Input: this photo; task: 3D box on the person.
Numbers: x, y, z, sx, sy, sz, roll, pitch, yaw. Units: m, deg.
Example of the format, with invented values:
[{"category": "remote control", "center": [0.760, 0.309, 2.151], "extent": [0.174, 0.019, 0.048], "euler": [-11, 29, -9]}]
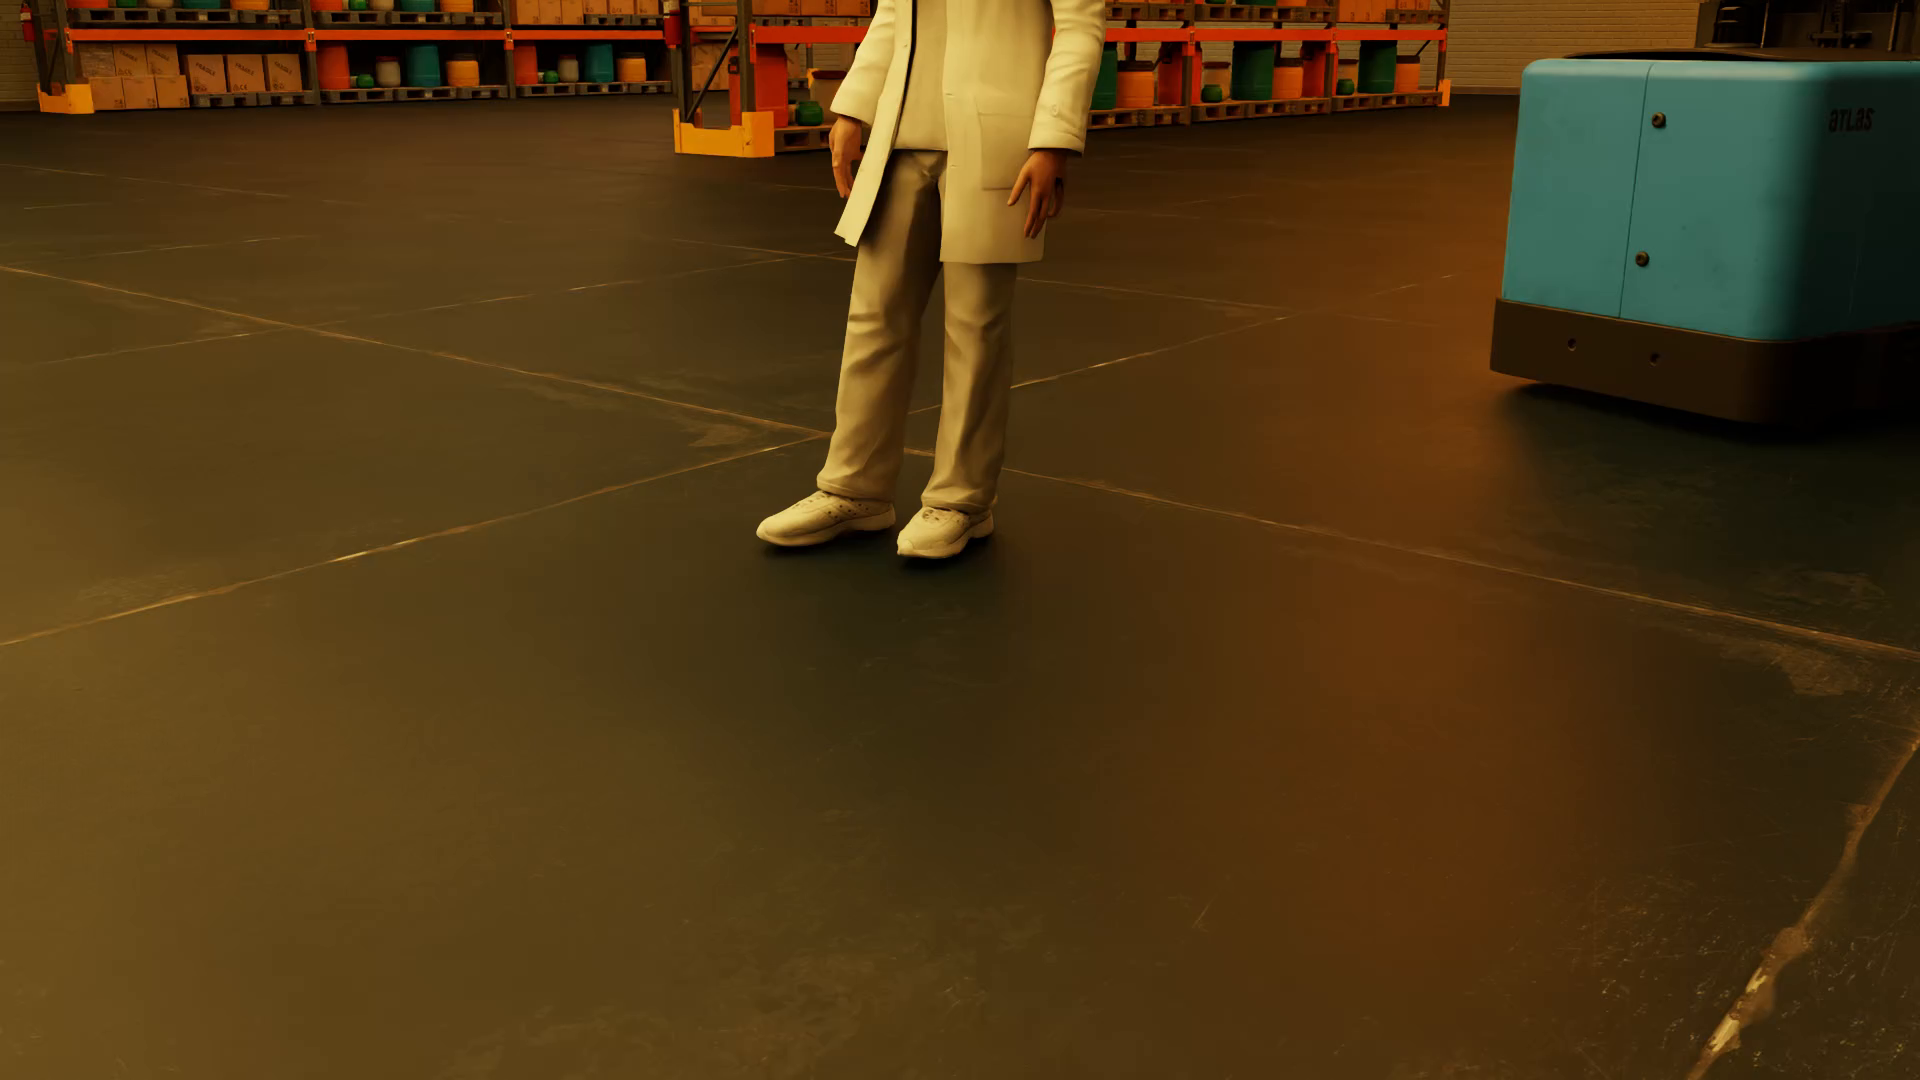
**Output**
[{"category": "person", "center": [-0.061, -0.838, 3.618], "extent": [0.696, 1.775, 0.581], "euler": [13, 21, 37]}]

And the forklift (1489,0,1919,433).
[{"category": "forklift", "center": [3.299, -2.018, 5.544], "extent": [3.031, 2.935, 1.130], "euler": [-10, 20, -31]}]
